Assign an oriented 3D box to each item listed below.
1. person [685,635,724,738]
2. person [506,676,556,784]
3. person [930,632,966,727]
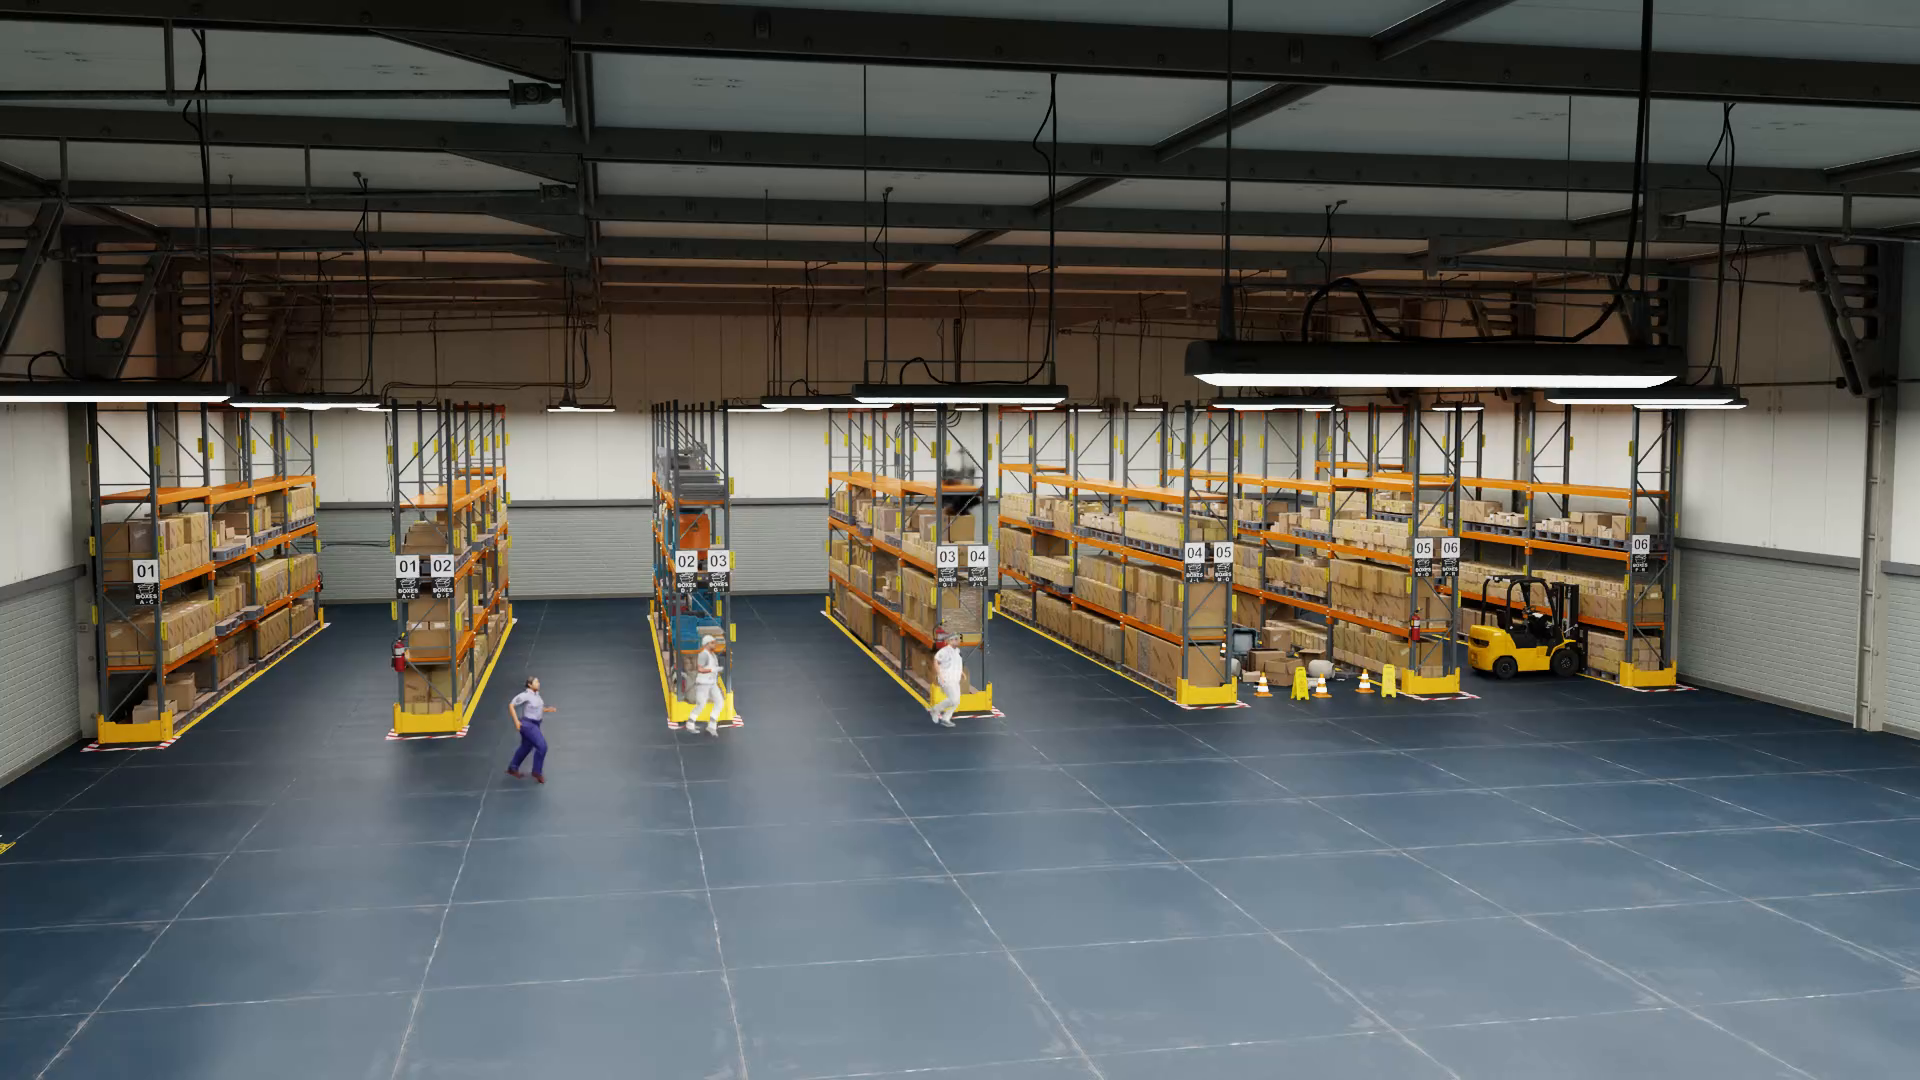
[{"bbox_3d":[-4.494,2.611,29.614,0.755,1.836,0.648,2,5,22],"label":"person"},{"bbox_3d":[-6.694,2.964,25.901,0.822,1.693,0.570,0,4,2],"label":"person"},{"bbox_3d":[-0.170,2.552,30.703,0.552,1.721,0.703,3,5,30],"label":"person"}]
